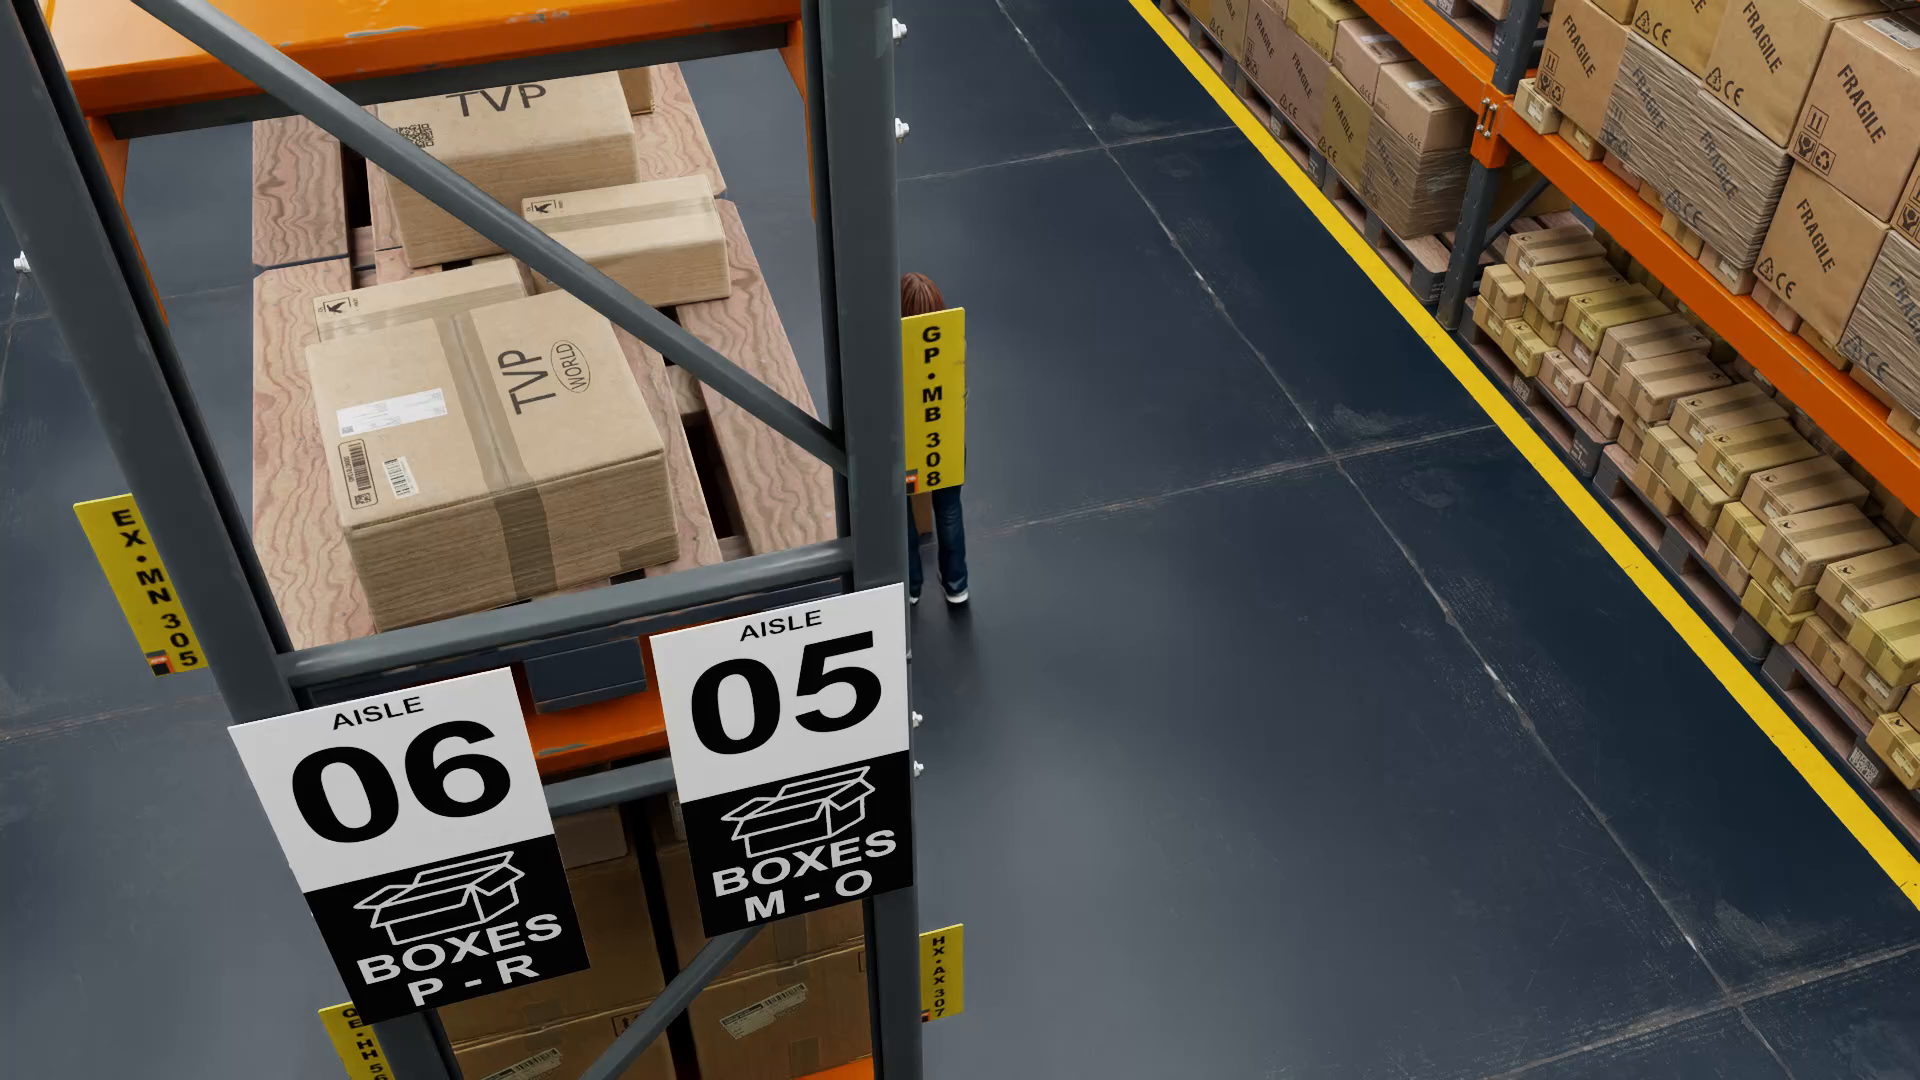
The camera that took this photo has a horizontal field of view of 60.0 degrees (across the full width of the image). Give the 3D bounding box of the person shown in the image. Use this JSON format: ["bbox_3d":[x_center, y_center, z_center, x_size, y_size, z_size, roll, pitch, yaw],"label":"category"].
[{"bbox_3d":[-0.164,-0.365,6.587,0.407,1.608,0.340,-11,44,-12],"label":"person"}]
